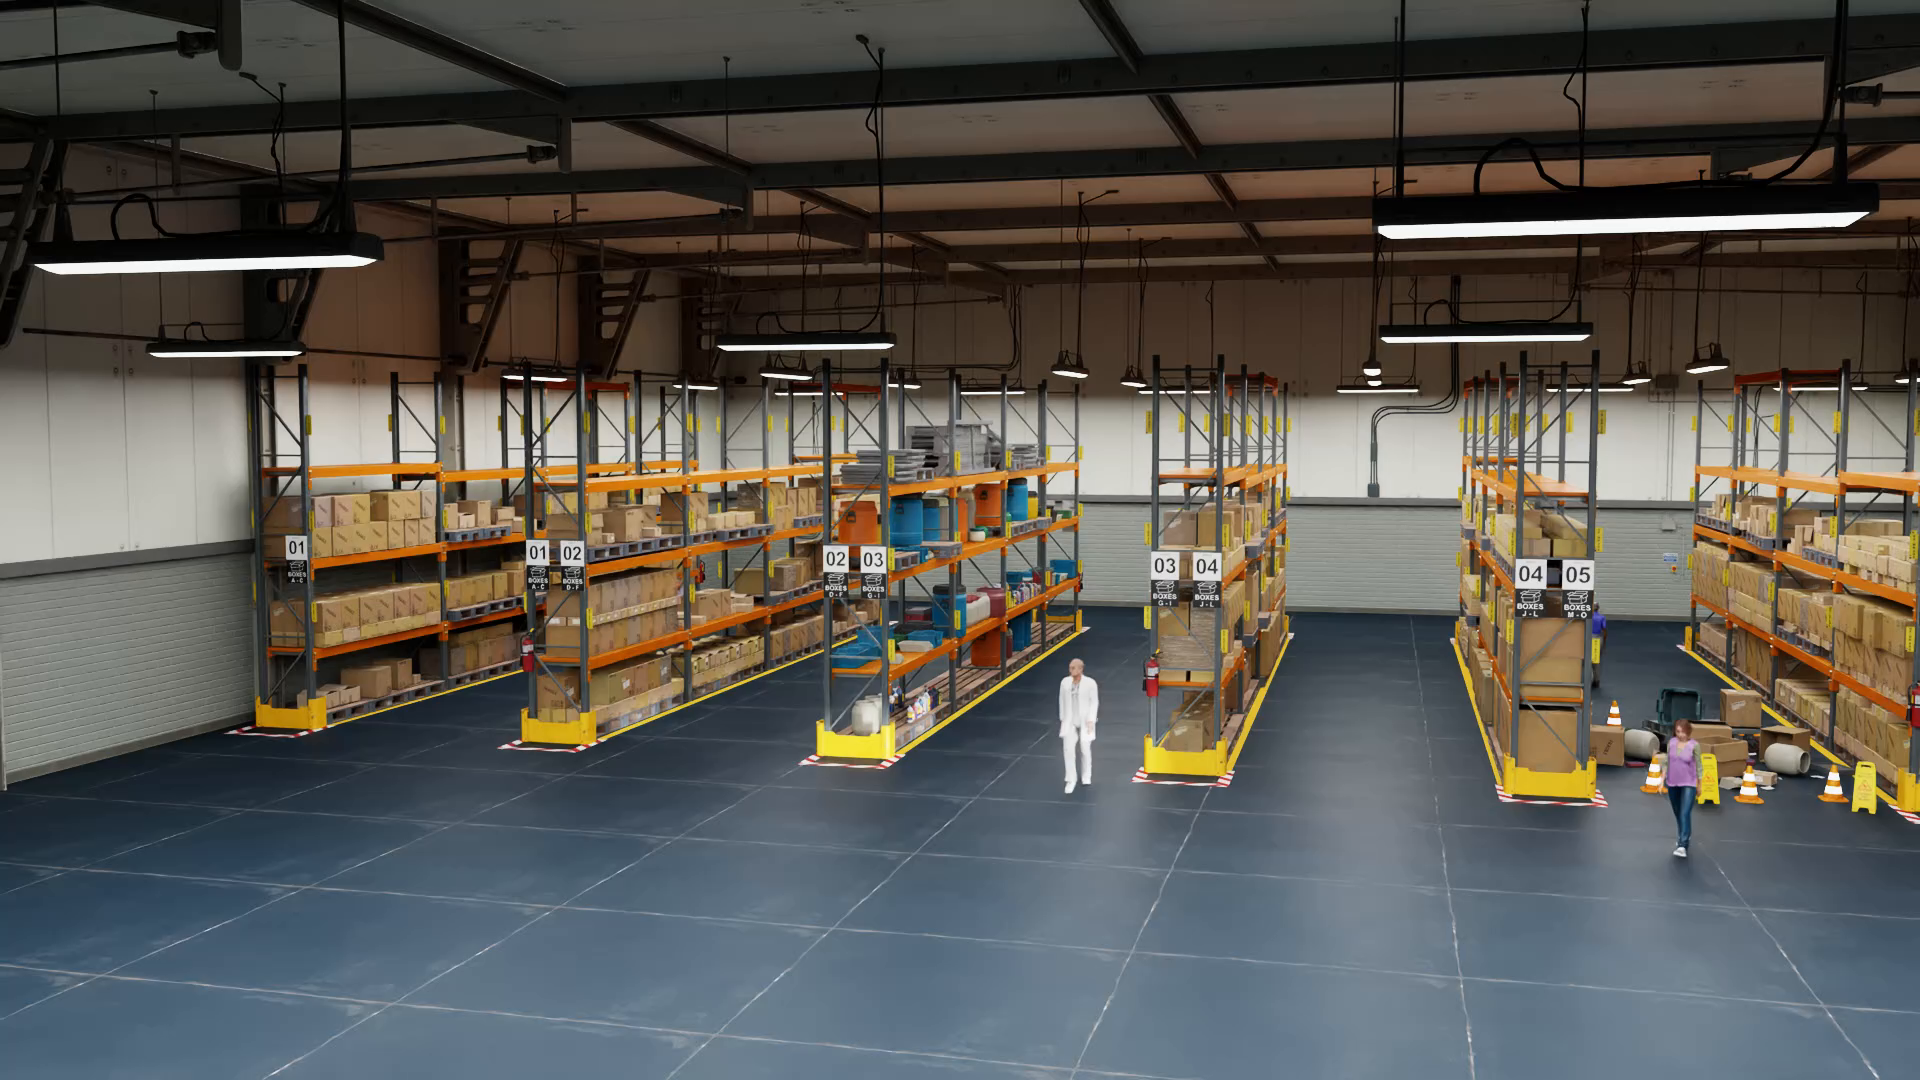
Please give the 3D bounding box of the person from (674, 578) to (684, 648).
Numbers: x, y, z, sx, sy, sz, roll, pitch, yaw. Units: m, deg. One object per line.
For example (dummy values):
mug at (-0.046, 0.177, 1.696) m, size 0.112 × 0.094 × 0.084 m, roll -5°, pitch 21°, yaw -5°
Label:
person at (-6.300, 1.630, 37.108) m, size 0.459 × 1.587 × 1.043 m, roll 1°, pitch 4°, yaw 14°

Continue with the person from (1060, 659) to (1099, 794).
person at (1.619, 2.557, 22.922) m, size 0.593 × 1.828 × 0.814 m, roll 1°, pitch 4°, yaw 18°

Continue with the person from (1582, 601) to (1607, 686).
person at (12.165, 1.999, 31.865) m, size 0.518 × 1.644 × 0.567 m, roll 0°, pitch 4°, yaw -1°

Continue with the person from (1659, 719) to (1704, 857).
person at (8.449, 2.873, 19.465) m, size 0.818 × 1.563 × 0.425 m, roll -3°, pitch 5°, yaw -38°
